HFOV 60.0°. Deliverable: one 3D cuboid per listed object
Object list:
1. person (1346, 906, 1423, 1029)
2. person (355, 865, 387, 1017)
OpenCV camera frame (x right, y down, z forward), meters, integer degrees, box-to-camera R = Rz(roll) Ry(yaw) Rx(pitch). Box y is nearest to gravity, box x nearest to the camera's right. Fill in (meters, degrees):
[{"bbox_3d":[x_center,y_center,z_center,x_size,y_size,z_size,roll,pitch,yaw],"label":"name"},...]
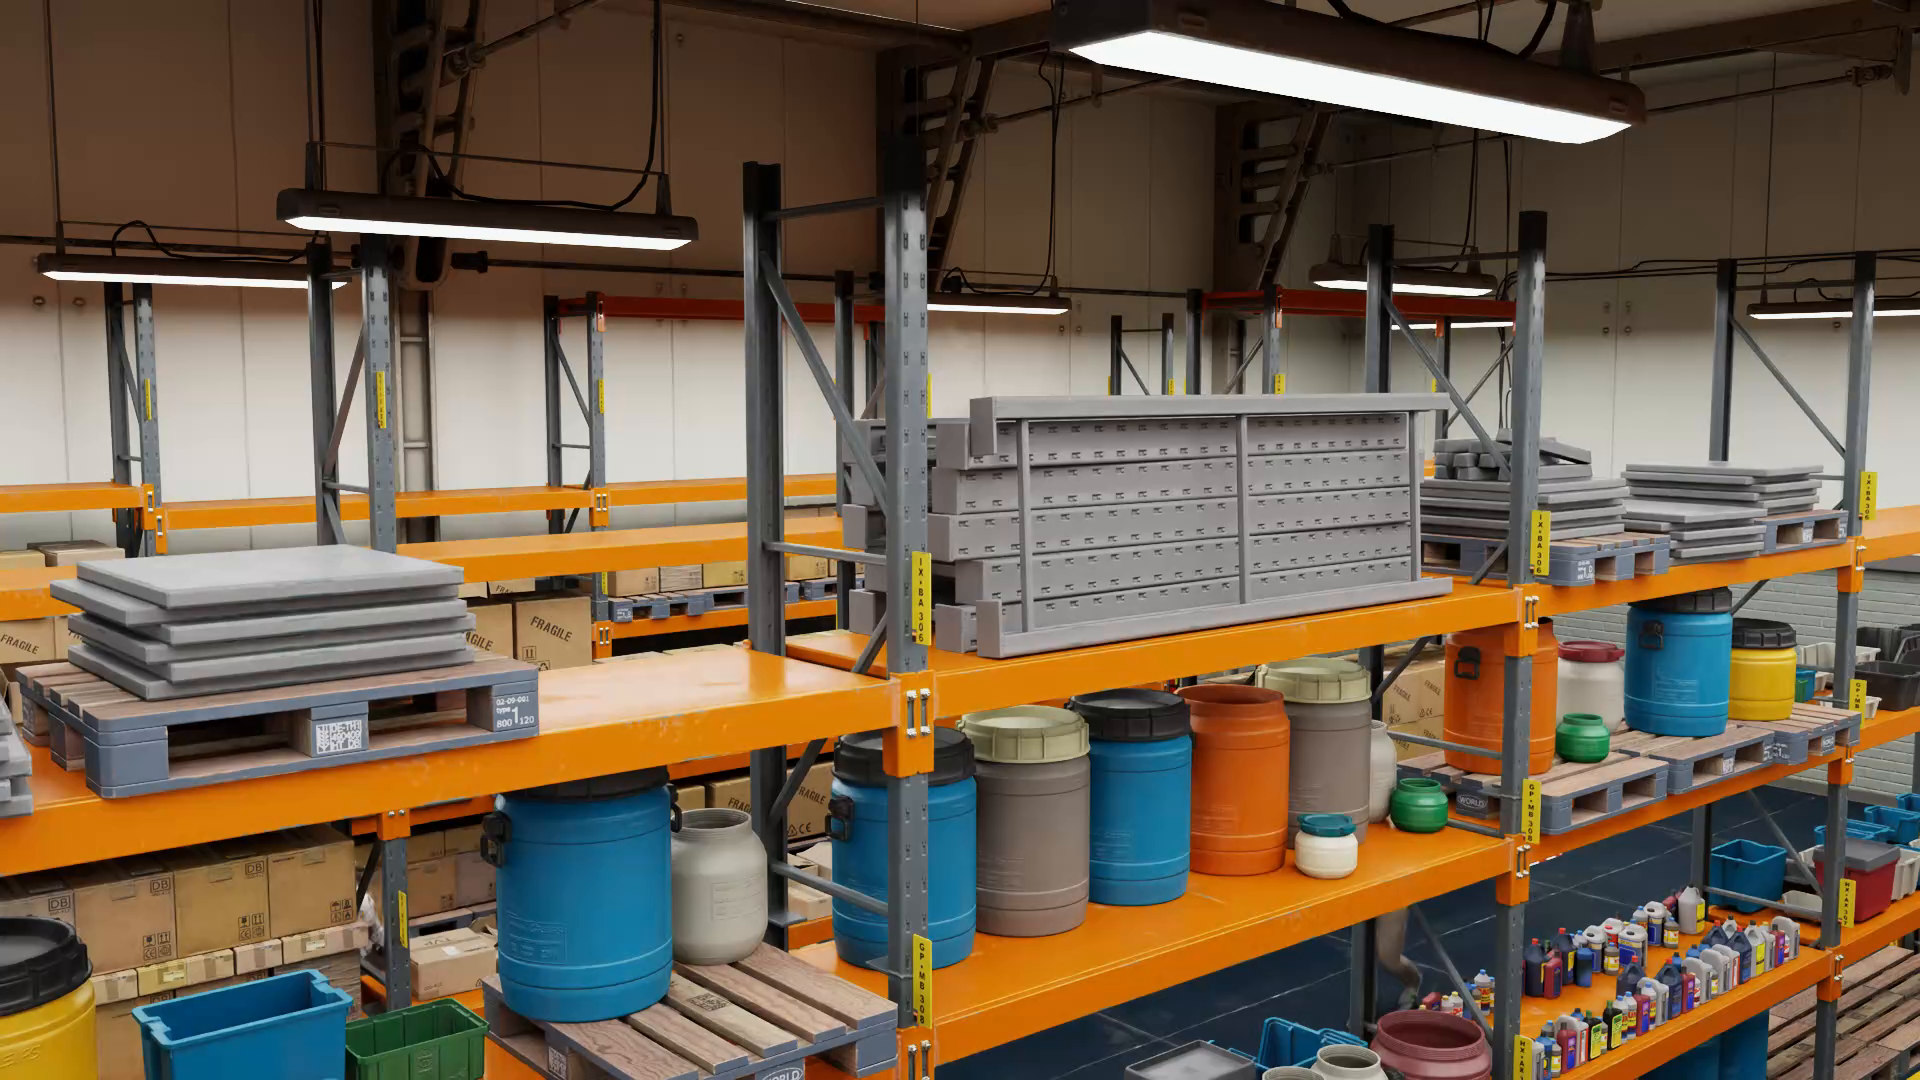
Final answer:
[{"bbox_3d":[3.423,3.021,13.469,0.825,1.736,0.666,-5,8,-44],"label":"person"},{"bbox_3d":[-4.597,3.151,12.604,0.562,1.609,0.747,4,7,33],"label":"person"}]
